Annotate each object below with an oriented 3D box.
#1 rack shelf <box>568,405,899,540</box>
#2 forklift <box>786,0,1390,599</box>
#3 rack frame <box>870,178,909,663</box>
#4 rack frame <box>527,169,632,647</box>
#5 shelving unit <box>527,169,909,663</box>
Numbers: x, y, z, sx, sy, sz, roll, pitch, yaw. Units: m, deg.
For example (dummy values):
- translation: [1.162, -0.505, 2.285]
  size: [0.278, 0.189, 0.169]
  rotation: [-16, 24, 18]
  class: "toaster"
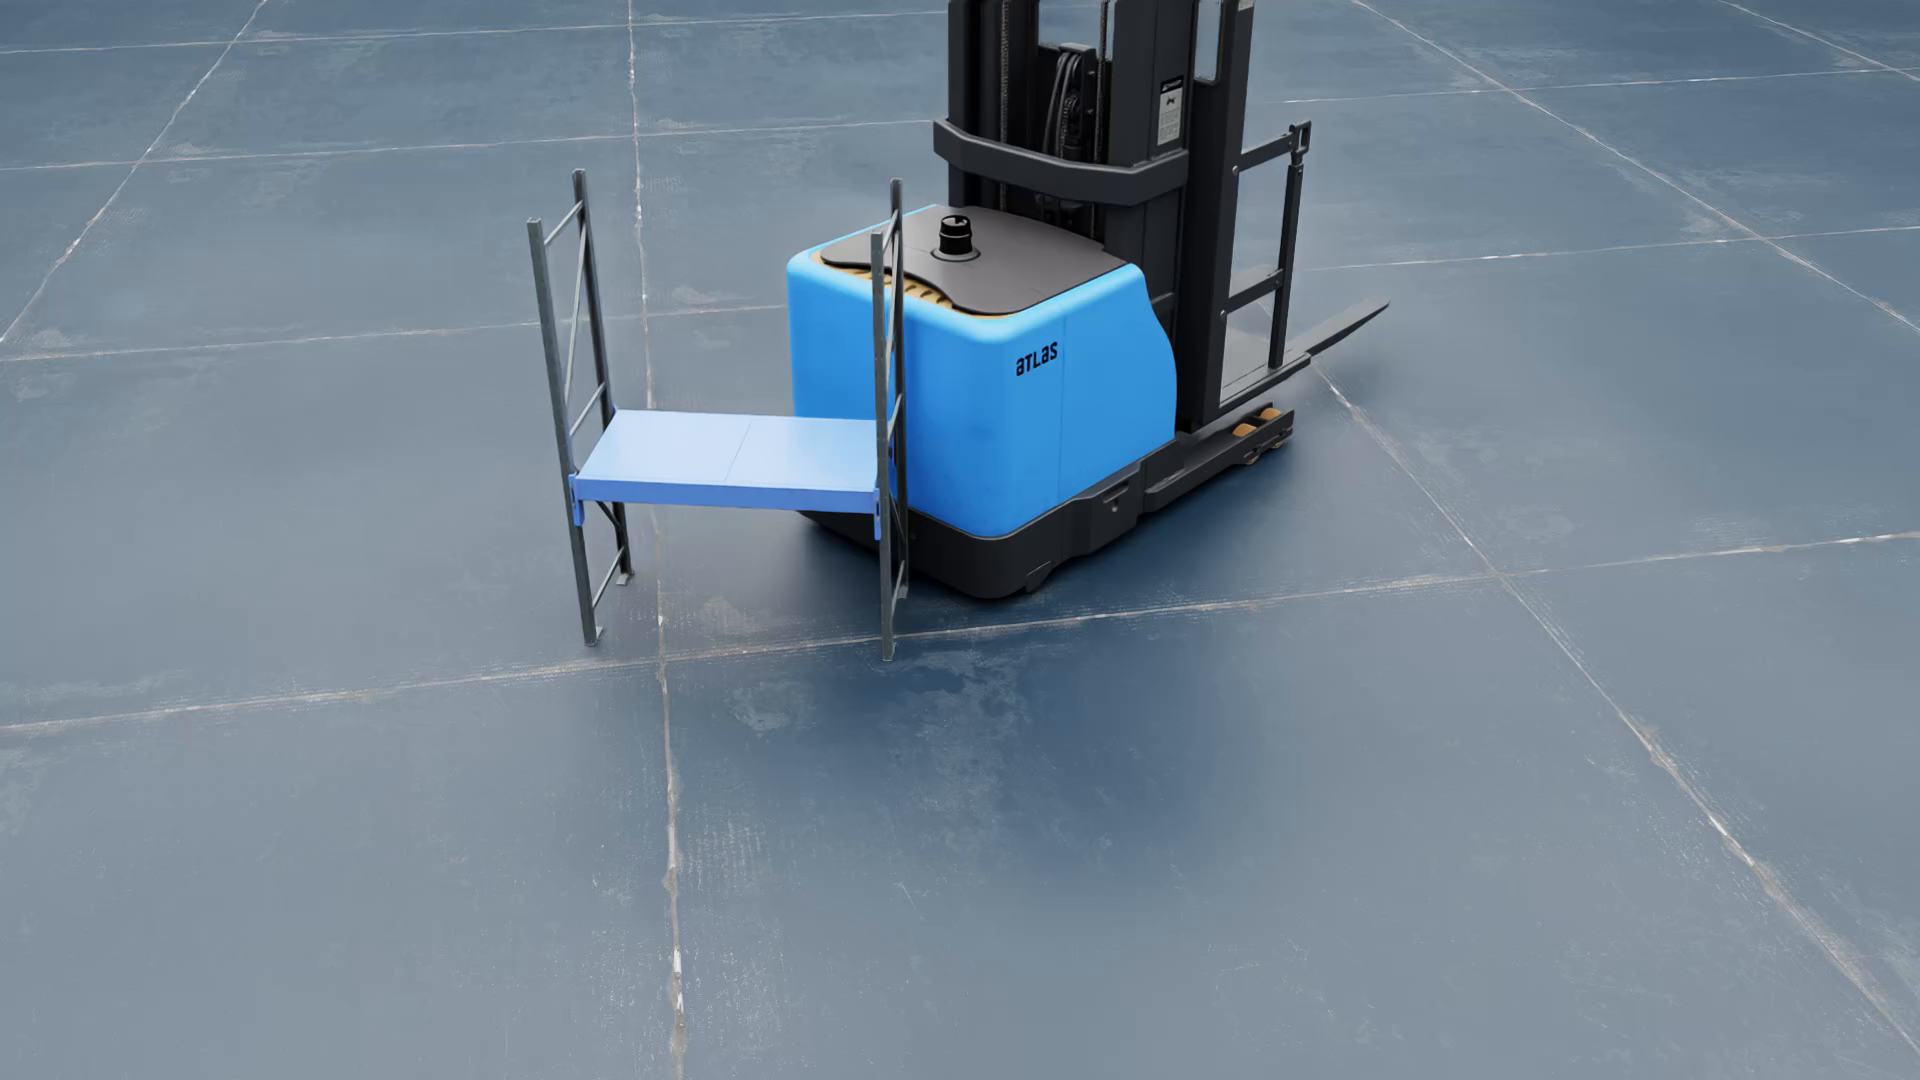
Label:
- translation: [-0.727, -0.232, 5.519]
  size: [1.000, 0.185, 0.538]
  rotation: [3, 31, 5]
  class: "rack shelf"
- translation: [0.732, -1.723, 6.288]
  size: [1.130, 2.935, 3.031]
  rotation: [24, 38, 35]
  class: "forklift"
- translation: [-0.221, -0.363, 5.388]
  size: [0.032, 1.500, 0.500]
  rotation: [3, 31, 5]
  class: "rack frame"
- translation: [-1.233, -0.410, 5.468]
  size: [0.032, 1.500, 0.500]
  rotation: [3, 31, 5]
  class: "rack frame"
- translation: [-0.727, -0.387, 5.428]
  size: [1.048, 1.500, 0.538]
  rotation: [3, 31, 5]
  class: "shelving unit"
